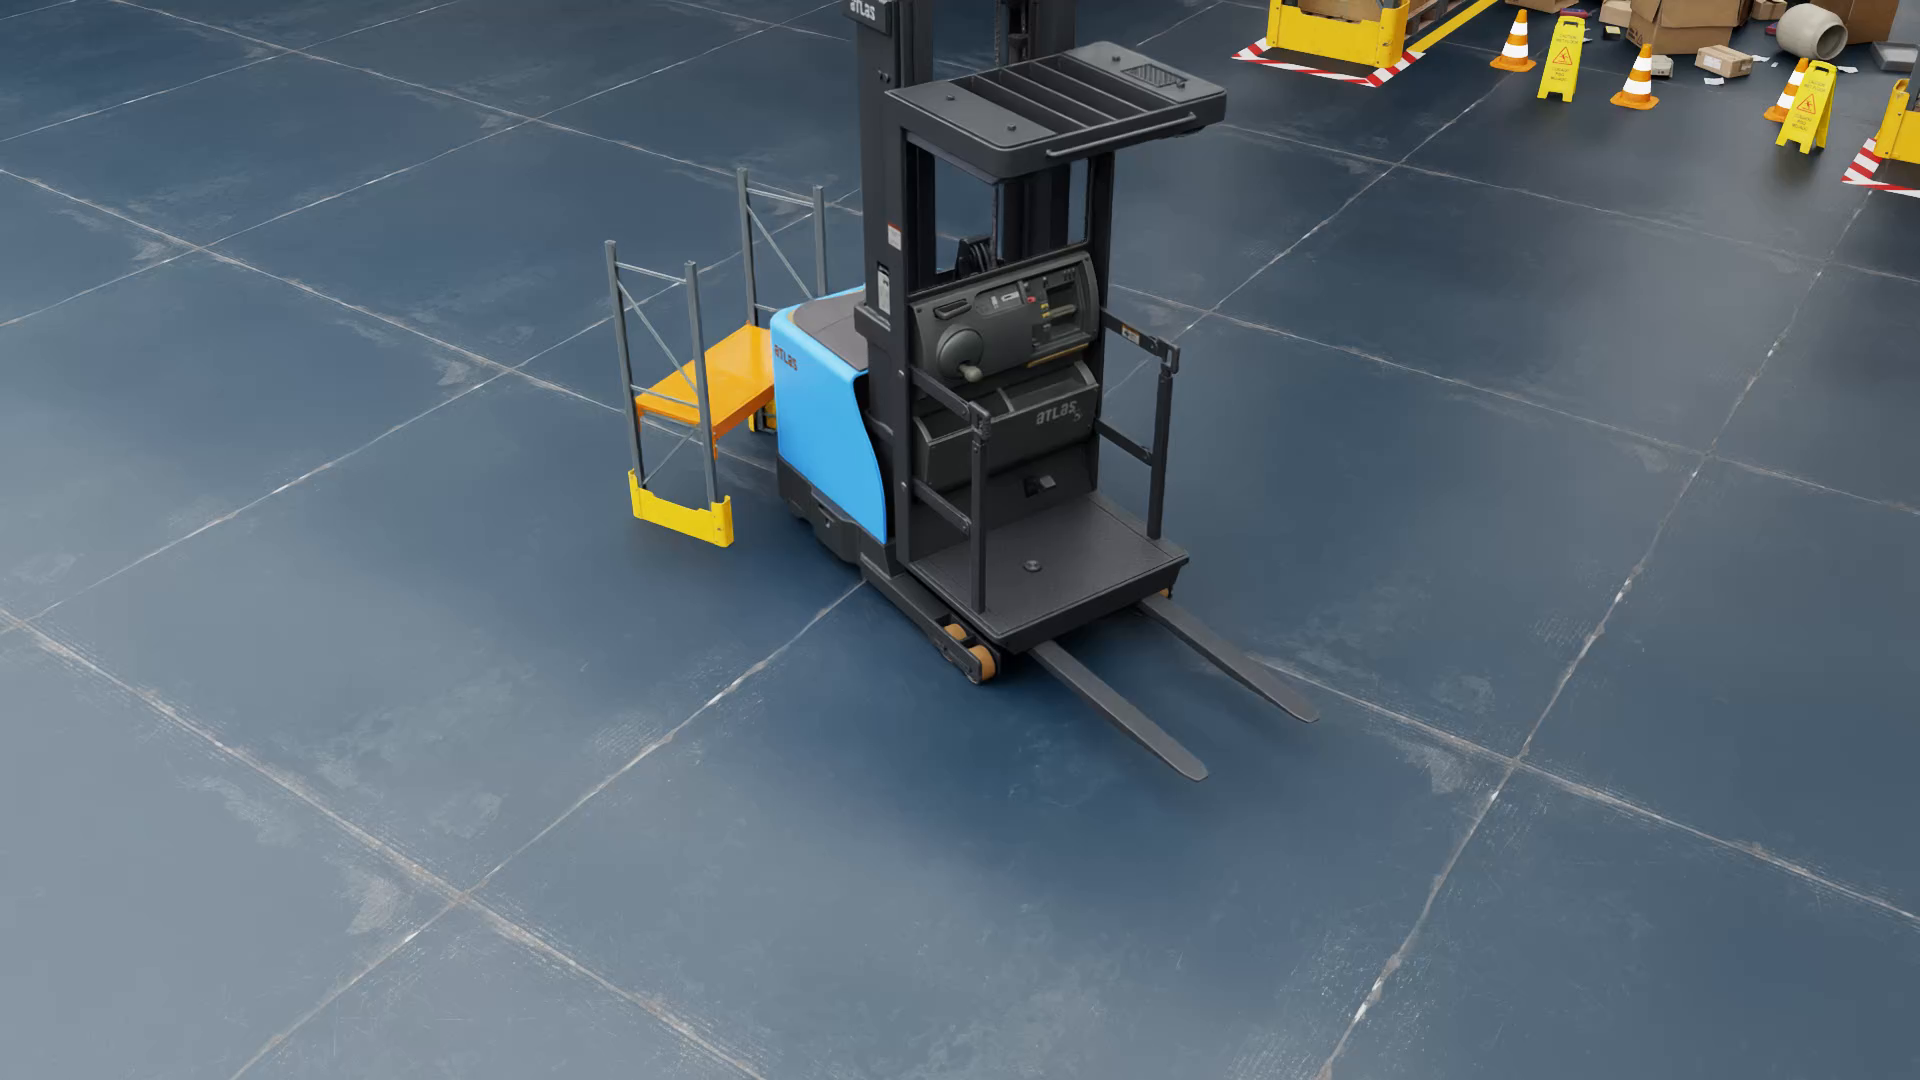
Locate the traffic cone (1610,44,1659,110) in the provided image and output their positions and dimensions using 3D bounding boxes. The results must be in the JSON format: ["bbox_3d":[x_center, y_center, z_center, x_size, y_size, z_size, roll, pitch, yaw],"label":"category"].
[{"bbox_3d":[5.486,-3.758,13.394,0.336,0.463,0.334,21,39,28],"label":"traffic cone"}]

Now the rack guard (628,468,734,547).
[{"bbox_3d":[-1.388,-0.167,8.273,0.587,0.250,0.087,18,38,24],"label":"rack guard"}]

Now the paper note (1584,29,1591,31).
[{"bbox_3d":[5.663,-4.627,15.083,0.123,0.001,0.032,-15,37,-21],"label":"paper note"}]

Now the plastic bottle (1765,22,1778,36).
[{"bbox_3d":[7.410,-4.629,15.041,0.133,0.061,0.283,29,44,36],"label":"plastic bottle"}]

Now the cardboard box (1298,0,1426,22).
[{"bbox_3d":[3.614,-5.162,14.728,0.875,0.875,0.875,21,40,28],"label":"cardboard box"}]

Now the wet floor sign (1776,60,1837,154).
[{"bbox_3d":[6.419,-3.280,12.524,0.232,0.644,0.267,-22,40,-29],"label":"wet floor sign"}]

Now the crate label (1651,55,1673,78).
[{"bbox_3d":[5.883,-4.005,14.049,0.250,0.136,0.298,3,34,4],"label":"crate label"}]

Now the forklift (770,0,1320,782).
[{"bbox_3d":[0.330,-0.893,6.953,1.130,2.935,3.031,-21,40,-28],"label":"forklift"}]

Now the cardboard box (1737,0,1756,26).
[{"bbox_3d":[6.854,-5.073,15.181,0.797,0.637,0.503,21,39,28],"label":"cardboard box"}]

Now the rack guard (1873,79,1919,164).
[{"bbox_3d":[7.450,-3.000,12.240,1.175,0.500,0.348,21,39,28],"label":"rack guard"}]

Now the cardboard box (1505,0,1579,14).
[{"bbox_3d":[5.521,-5.300,15.638,0.500,0.500,0.500,29,44,36],"label":"cardboard box"}]

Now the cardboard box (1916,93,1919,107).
[{"bbox_3d":[7.660,-3.505,12.834,0.500,0.250,0.500,21,39,28],"label":"cardboard box"}]

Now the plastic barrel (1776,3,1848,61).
[{"bbox_3d":[7.340,-4.368,14.331,0.421,0.421,0.512,-9,35,-13],"label":"plastic barrel"}]

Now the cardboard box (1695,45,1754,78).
[{"bbox_3d":[6.494,-4.068,14.133,0.250,0.149,0.380,-15,37,-21],"label":"cardboard box"}]

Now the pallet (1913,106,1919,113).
[{"bbox_3d":[7.942,-3.243,12.857,1.003,0.211,1.213,21,39,28],"label":"pallet"}]

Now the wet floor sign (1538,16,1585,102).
[{"bbox_3d":[4.892,-3.914,13.462,0.267,0.644,0.232,14,37,20],"label":"wet floor sign"}]

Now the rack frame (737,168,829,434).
[{"bbox_3d":[-0.892,-1.169,8.640,0.500,1.500,0.032,18,38,24],"label":"rack frame"}]

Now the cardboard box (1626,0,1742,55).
[{"bbox_3d":[6.328,-4.584,14.579,0.797,0.503,0.637,-3,34,-4],"label":"cardboard box"}]

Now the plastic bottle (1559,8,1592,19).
[{"bbox_3d":[5.705,-4.876,15.405,0.283,0.061,0.133,8,35,12],"label":"plastic bottle"}]

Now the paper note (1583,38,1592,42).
[{"bbox_3d":[5.547,-4.465,14.827,0.142,0.017,0.144,-22,40,-29],"label":"paper note"}]

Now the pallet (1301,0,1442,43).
[{"bbox_3d":[3.674,-4.773,15.120,1.003,0.211,1.213,21,39,28],"label":"pallet"}]

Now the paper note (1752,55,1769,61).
[{"bbox_3d":[6.918,-4.180,14.414,0.142,0.019,0.148,-22,40,-29],"label":"paper note"}]

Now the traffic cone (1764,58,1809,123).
[{"bbox_3d":[6.592,-3.560,13.101,0.336,0.463,0.334,21,39,28],"label":"traffic cone"}]

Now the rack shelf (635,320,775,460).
[{"bbox_3d":[-1.145,-0.773,8.375,0.538,0.185,1.000,18,38,24],"label":"rack shelf"}]

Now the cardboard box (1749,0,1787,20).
[{"bbox_3d":[7.459,-5.020,15.436,0.258,0.266,0.396,-3,34,-4],"label":"cardboard box"}]

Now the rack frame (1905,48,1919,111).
[{"bbox_3d":[7.406,-4.001,11.488,1.000,3.000,0.127,21,39,28],"label":"rack frame"}]

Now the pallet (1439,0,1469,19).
[{"bbox_3d":[4.370,-5.332,15.947,1.003,0.211,1.213,21,39,28],"label":"pallet"}]

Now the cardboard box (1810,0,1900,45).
[{"bbox_3d":[7.958,-4.749,14.823,0.500,0.500,0.500,-9,35,-13],"label":"cardboard box"}]

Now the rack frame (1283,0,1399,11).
[{"bbox_3d":[3.282,-5.535,13.758,1.000,3.000,0.127,21,39,28],"label":"rack frame"}]

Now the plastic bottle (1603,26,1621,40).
[{"bbox_3d":[5.857,-4.568,14.950,0.133,0.061,0.283,8,35,12],"label":"plastic bottle"}]

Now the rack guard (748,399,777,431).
[{"bbox_3d":[-0.893,-0.651,8.989,0.587,0.250,0.087,18,38,24],"label":"rack guard"}]

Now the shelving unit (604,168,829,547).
[{"bbox_3d":[-1.140,-0.926,8.281,0.587,1.500,1.083,18,38,24],"label":"shelving unit"}]

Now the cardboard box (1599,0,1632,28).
[{"bbox_3d":[6.096,-4.864,15.206,0.396,0.266,0.258,29,44,36],"label":"cardboard box"}]

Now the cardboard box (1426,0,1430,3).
[{"bbox_3d":[4.114,-5.568,15.328,0.875,0.875,0.875,21,39,27],"label":"cardboard box"}]

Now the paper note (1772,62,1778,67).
[{"bbox_3d":[6.995,-4.081,14.276,0.032,0.001,0.123,21,39,28],"label":"paper note"}]

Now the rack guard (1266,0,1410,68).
[{"bbox_3d":[3.268,-4.489,14.441,1.175,0.500,0.348,21,39,28],"label":"rack guard"}]

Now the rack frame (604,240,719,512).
[{"bbox_3d":[-1.398,-0.675,7.909,0.500,1.500,0.032,18,38,24],"label":"rack frame"}]

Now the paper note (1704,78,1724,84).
[{"bbox_3d":[6.310,-3.842,13.904,0.148,0.019,0.142,8,35,12],"label":"paper note"}]

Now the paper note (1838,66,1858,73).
[{"bbox_3d":[7.563,-4.013,14.156,0.142,0.019,0.148,8,35,12],"label":"paper note"}]

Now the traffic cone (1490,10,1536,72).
[{"bbox_3d":[4.751,-4.275,14.159,0.336,0.463,0.334,21,39,28],"label":"traffic cone"}]

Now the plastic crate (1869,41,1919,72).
[{"bbox_3d":[8.118,-4.172,14.347,0.402,0.080,0.583,8,35,12],"label":"plastic crate"}]
